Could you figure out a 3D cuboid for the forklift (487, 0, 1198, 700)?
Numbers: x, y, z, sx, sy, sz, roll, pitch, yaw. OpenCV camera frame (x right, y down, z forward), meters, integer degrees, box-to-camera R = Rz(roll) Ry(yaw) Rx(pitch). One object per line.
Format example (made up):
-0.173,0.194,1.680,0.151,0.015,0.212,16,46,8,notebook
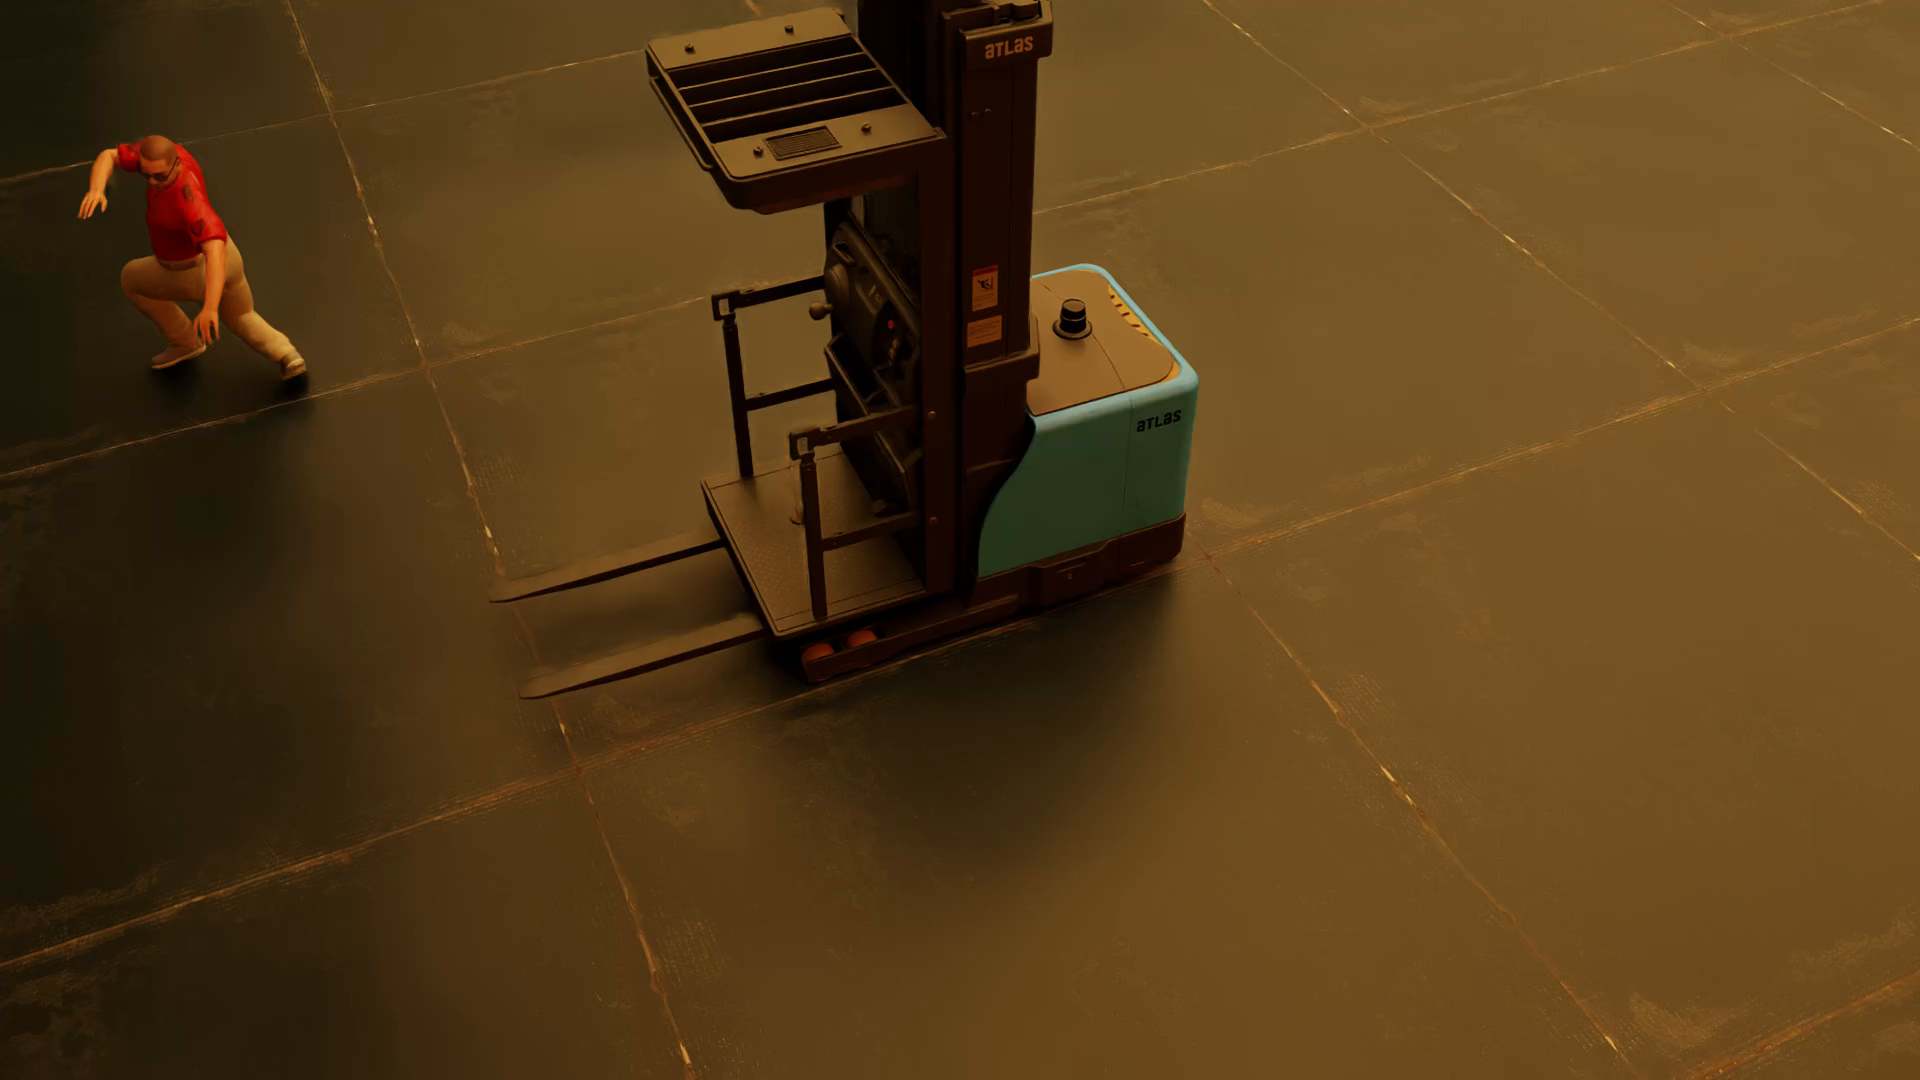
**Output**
-0.540,-0.876,6.619,3.031,2.935,1.130,-16,45,-17,forklift

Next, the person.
-3.850,-1.291,8.184,0.984,1.473,0.825,7,43,7,person
